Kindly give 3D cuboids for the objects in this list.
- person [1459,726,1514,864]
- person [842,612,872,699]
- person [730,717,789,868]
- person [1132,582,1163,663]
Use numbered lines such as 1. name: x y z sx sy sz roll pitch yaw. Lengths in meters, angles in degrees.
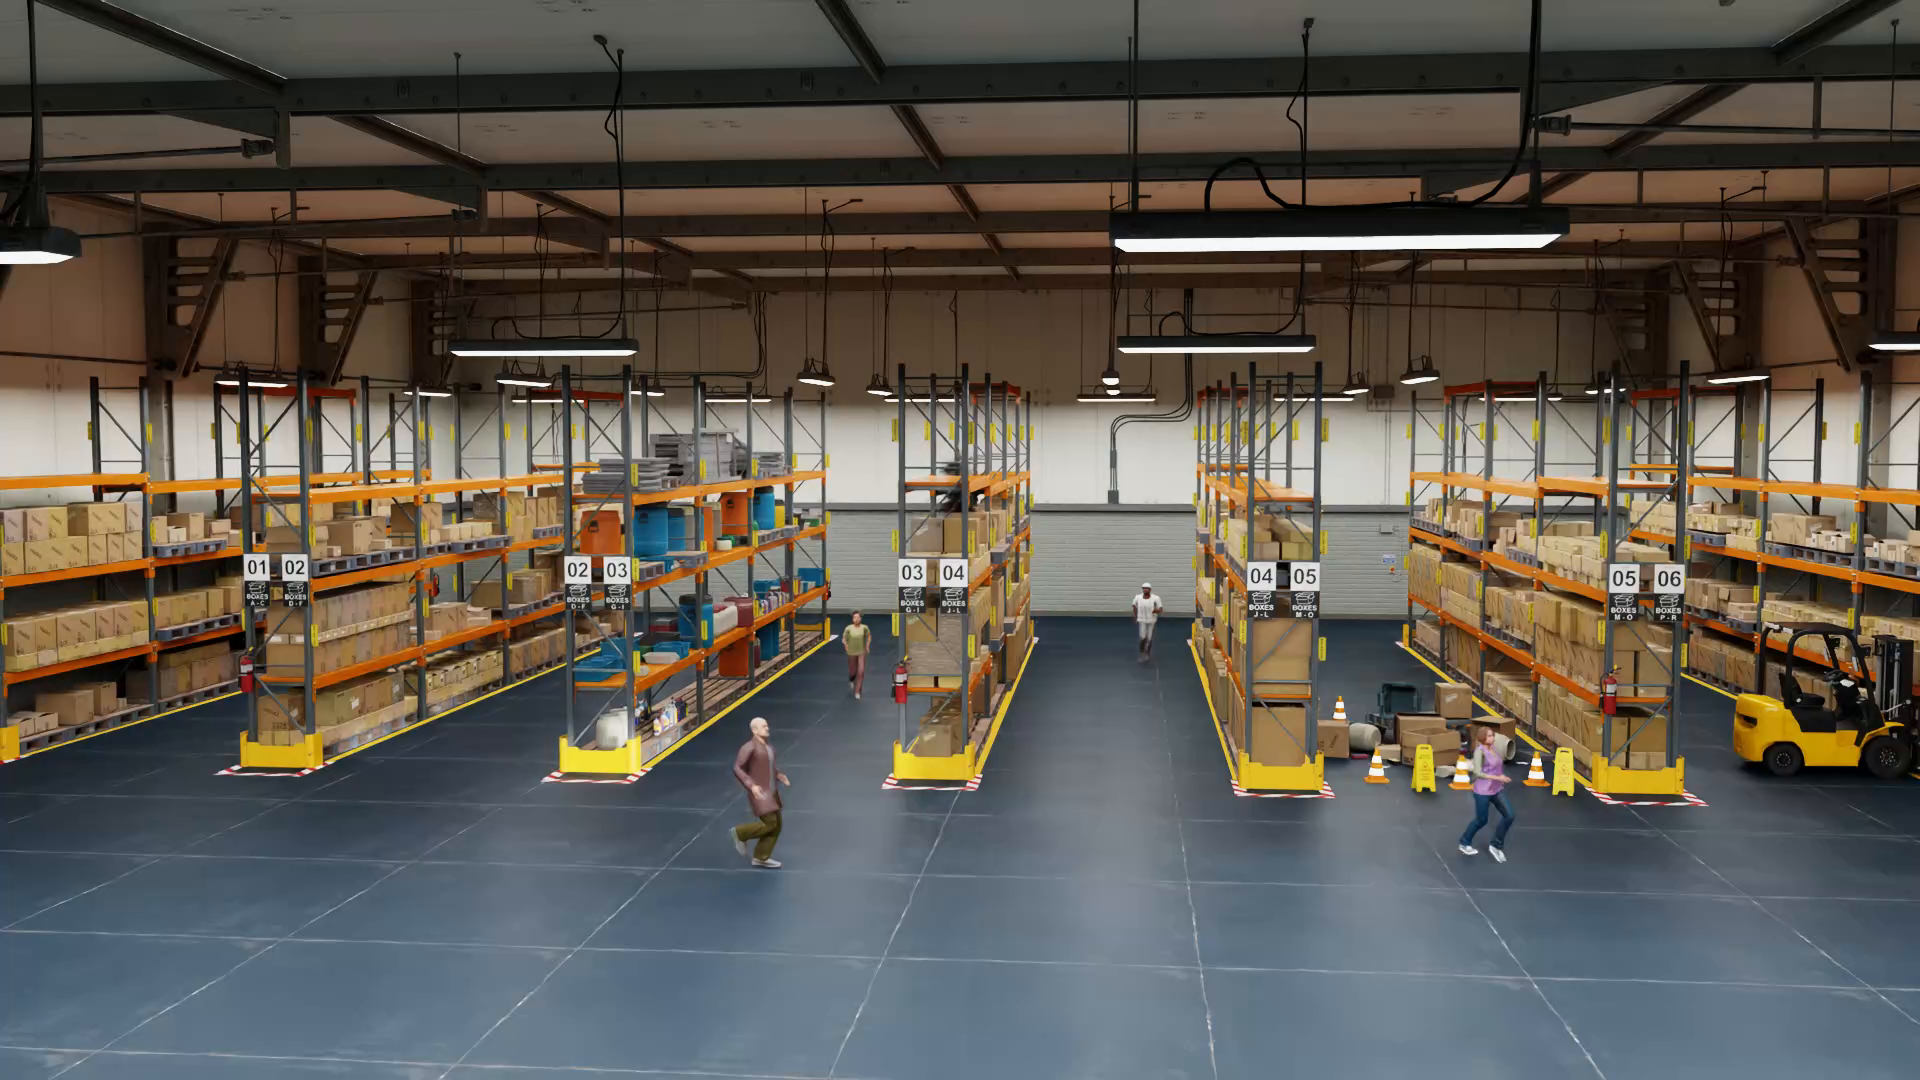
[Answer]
1. person: 6.180 2.972 19.472 0.546 1.609 0.690 -3 5 -36
2. person: -1.960 2.161 31.597 0.569 1.637 0.801 -1 4 -8
3. person: -2.312 2.909 19.191 0.638 1.733 0.709 2 4 23
4. person: 4.081 1.813 36.239 0.665 1.792 0.709 0 4 7
